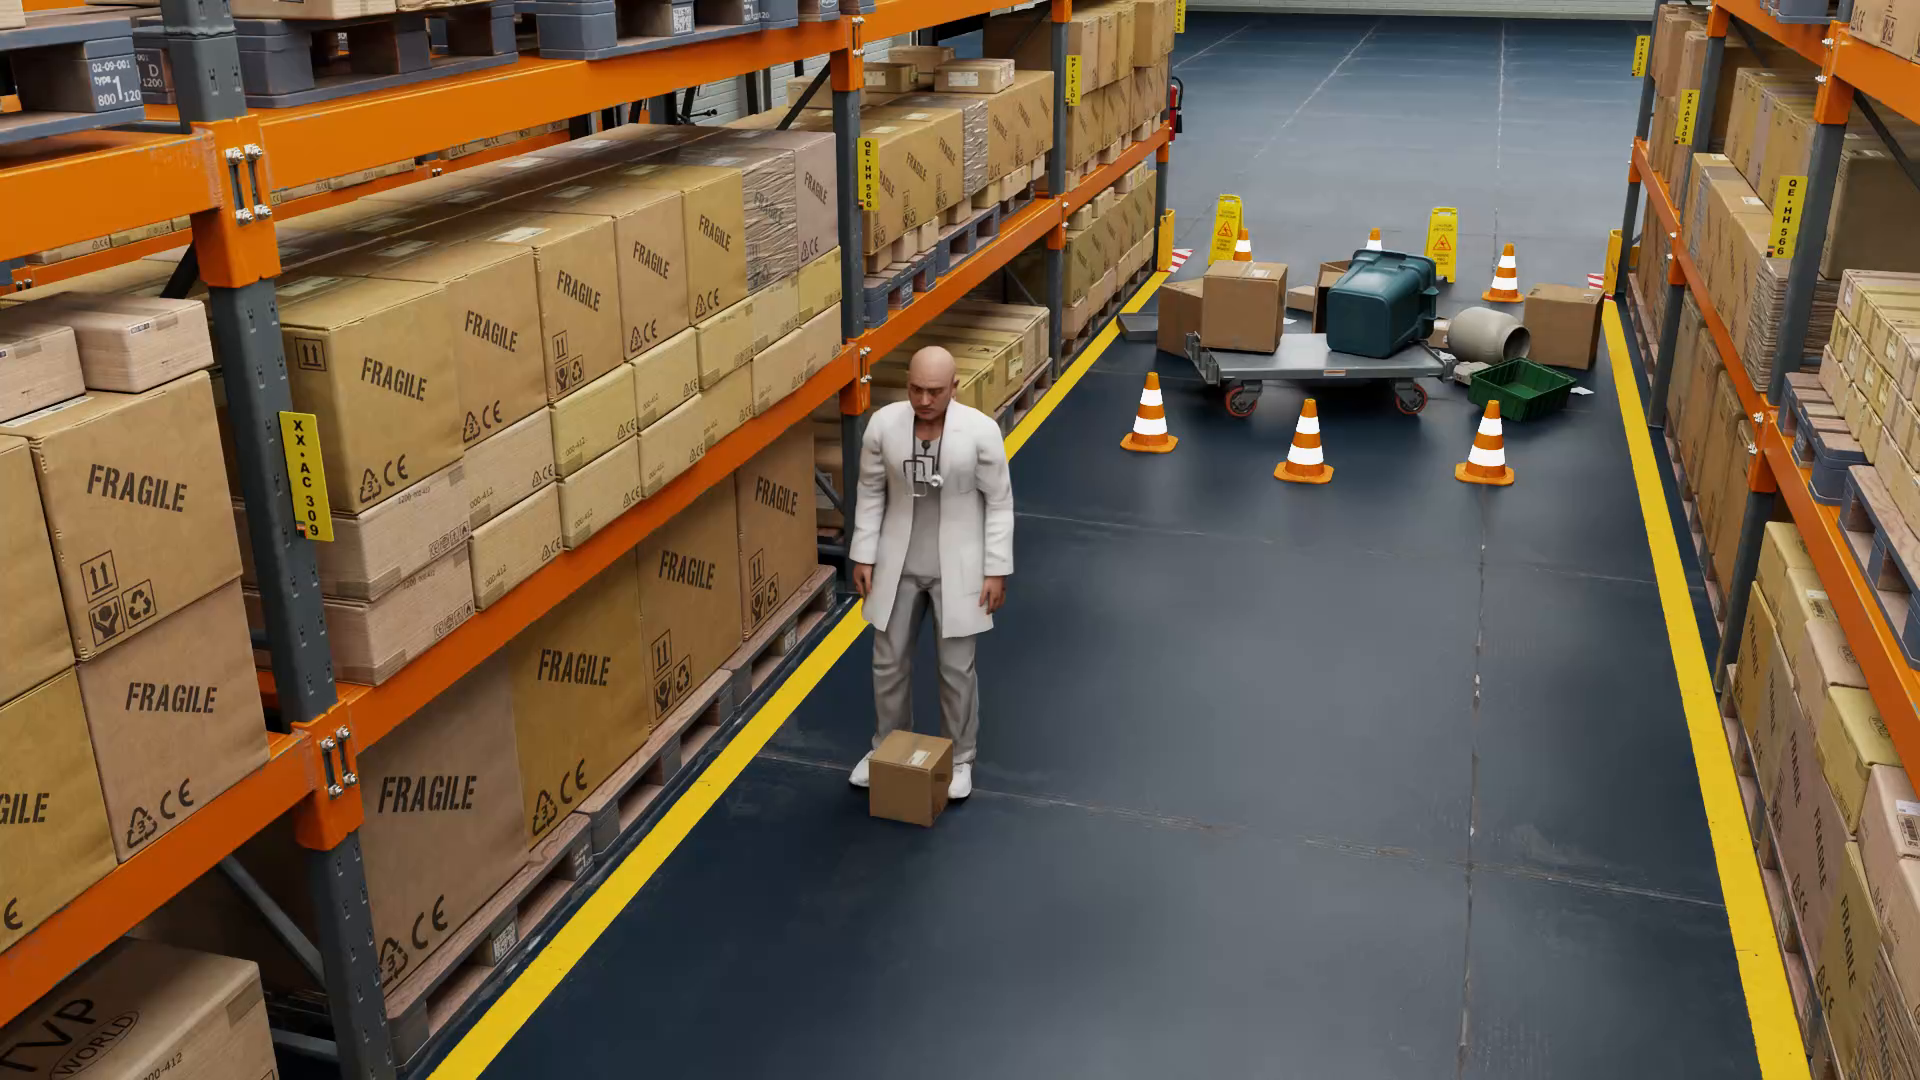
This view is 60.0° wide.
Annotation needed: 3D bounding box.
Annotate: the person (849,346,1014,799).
[{"bbox_3d":[-0.113,0.114,6.323,0.642,1.772,0.429,5,22,13],"label":"person"}]
